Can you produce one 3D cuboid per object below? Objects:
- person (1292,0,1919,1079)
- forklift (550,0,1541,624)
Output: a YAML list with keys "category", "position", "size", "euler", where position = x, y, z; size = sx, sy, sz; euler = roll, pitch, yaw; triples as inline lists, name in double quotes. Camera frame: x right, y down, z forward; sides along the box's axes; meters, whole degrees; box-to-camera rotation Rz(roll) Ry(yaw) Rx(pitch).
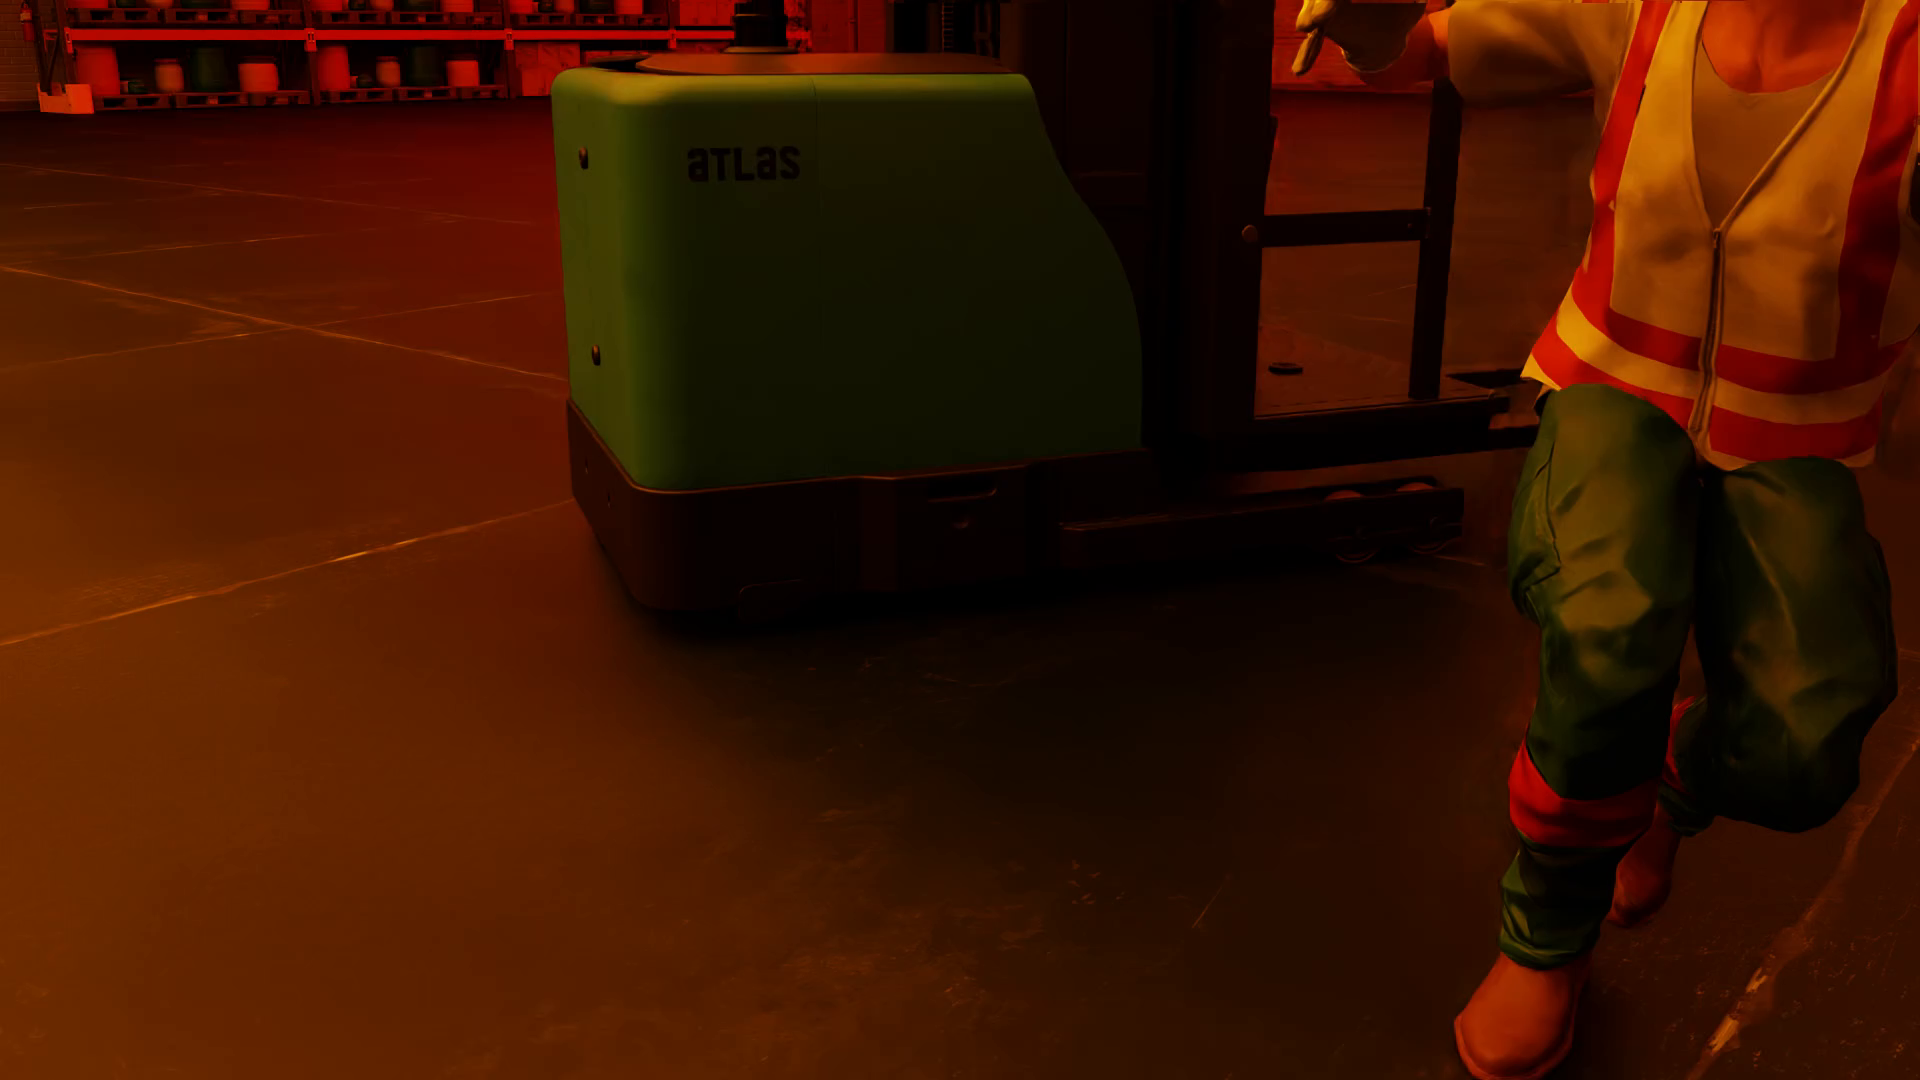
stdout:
- category: "person"
  position: [0.725, -0.108, 1.746]
  size: [0.788, 1.483, 1.021]
  euler: [7, 18, 21]
- category: "forklift"
  position: [0.623, -1.484, 3.786]
  size: [3.031, 2.935, 1.130]
  euler: [-6, 18, -20]
